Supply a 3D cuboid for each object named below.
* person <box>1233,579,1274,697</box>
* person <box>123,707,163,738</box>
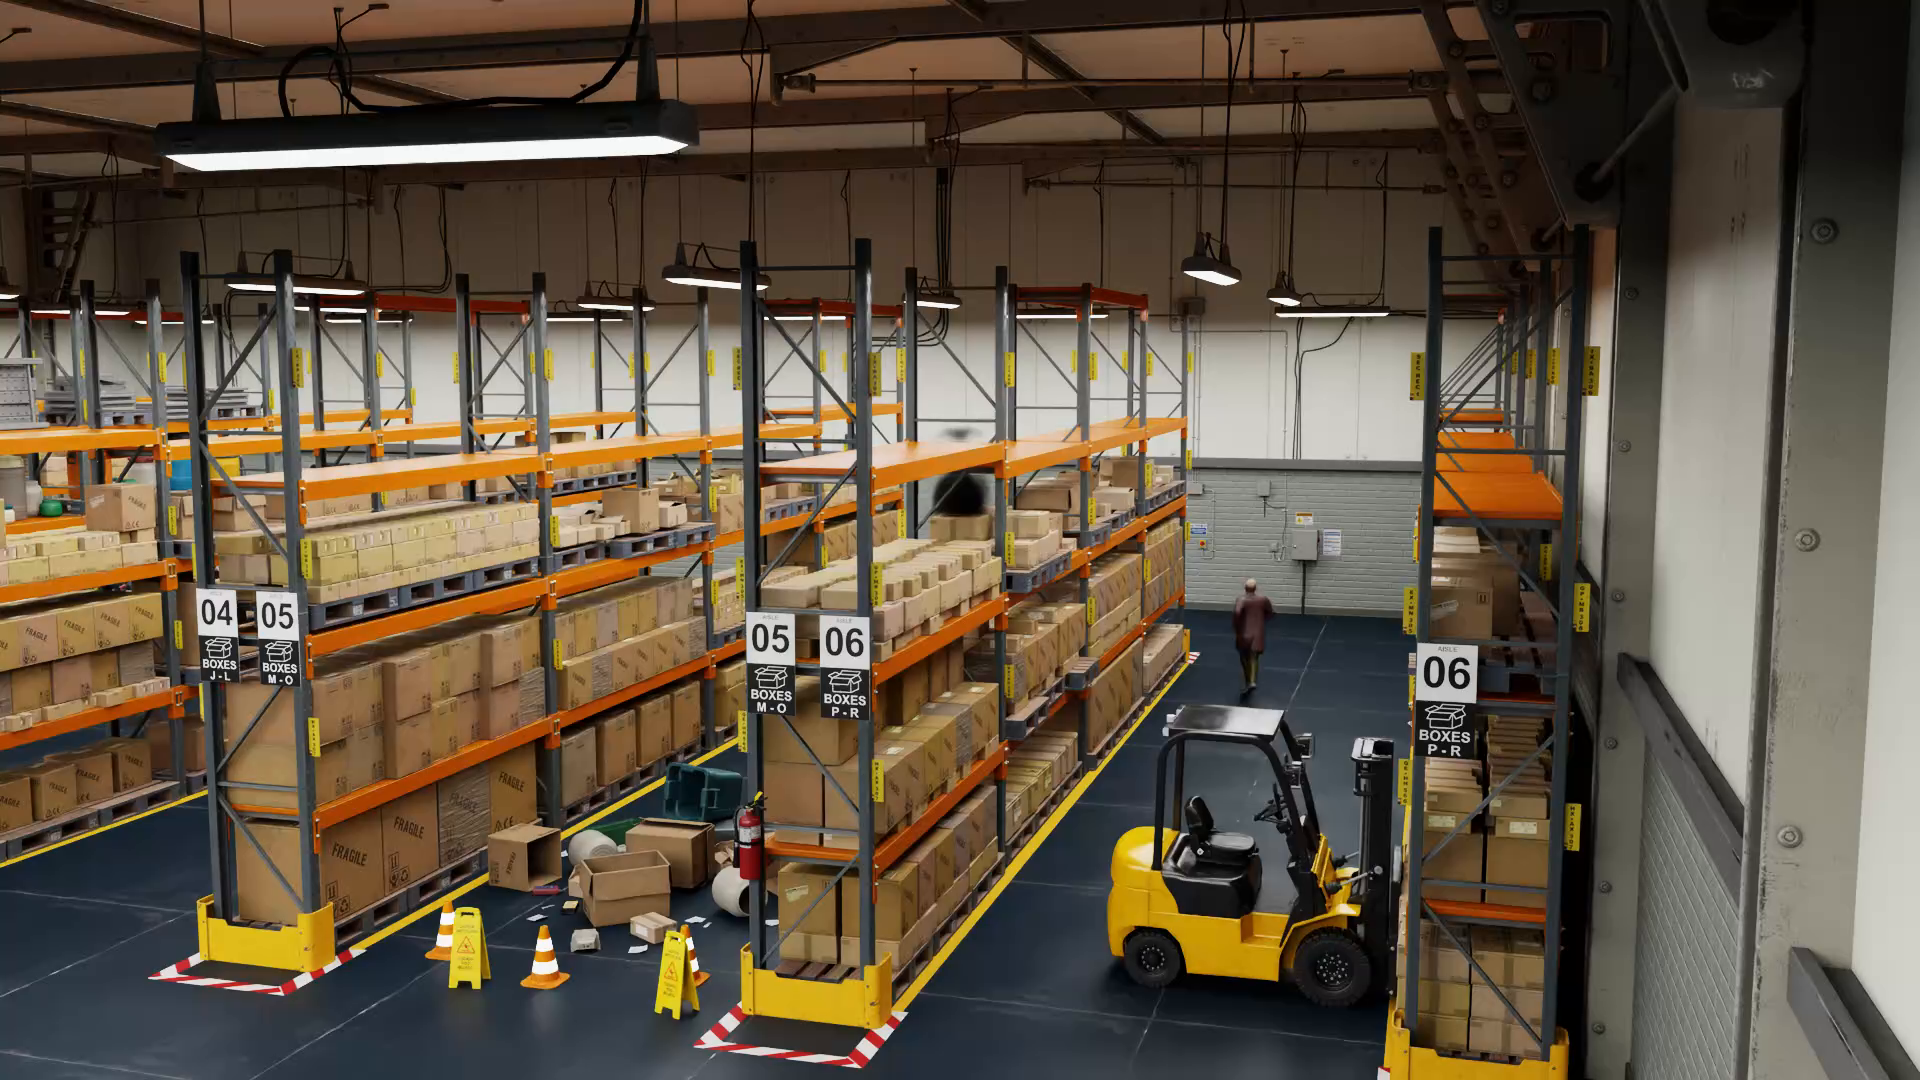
[{"bbox_3d":[4.432,1.490,25.070,0.666,1.767,0.909,0,6,-1],"label":"person"},{"bbox_3d":[-11.028,1.834,22.277,0.658,1.767,0.734,1,6,7],"label":"person"}]
